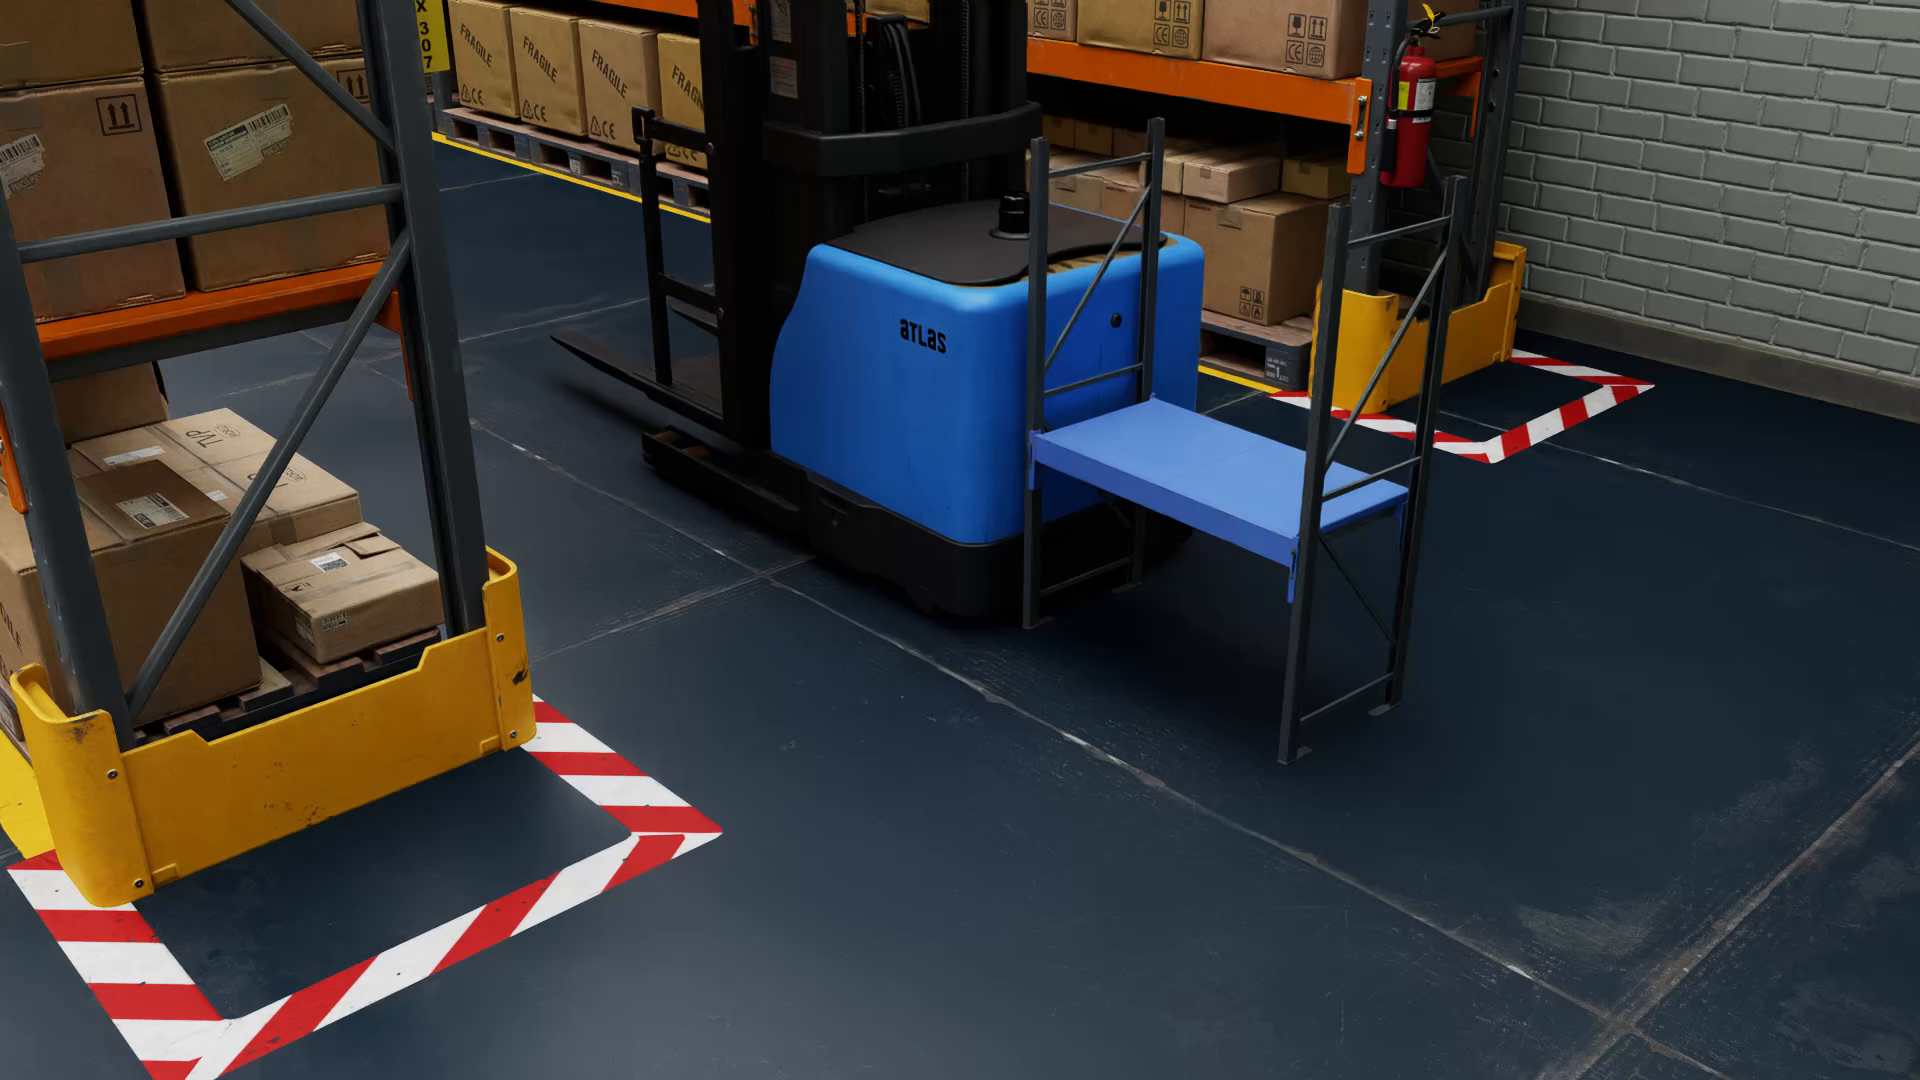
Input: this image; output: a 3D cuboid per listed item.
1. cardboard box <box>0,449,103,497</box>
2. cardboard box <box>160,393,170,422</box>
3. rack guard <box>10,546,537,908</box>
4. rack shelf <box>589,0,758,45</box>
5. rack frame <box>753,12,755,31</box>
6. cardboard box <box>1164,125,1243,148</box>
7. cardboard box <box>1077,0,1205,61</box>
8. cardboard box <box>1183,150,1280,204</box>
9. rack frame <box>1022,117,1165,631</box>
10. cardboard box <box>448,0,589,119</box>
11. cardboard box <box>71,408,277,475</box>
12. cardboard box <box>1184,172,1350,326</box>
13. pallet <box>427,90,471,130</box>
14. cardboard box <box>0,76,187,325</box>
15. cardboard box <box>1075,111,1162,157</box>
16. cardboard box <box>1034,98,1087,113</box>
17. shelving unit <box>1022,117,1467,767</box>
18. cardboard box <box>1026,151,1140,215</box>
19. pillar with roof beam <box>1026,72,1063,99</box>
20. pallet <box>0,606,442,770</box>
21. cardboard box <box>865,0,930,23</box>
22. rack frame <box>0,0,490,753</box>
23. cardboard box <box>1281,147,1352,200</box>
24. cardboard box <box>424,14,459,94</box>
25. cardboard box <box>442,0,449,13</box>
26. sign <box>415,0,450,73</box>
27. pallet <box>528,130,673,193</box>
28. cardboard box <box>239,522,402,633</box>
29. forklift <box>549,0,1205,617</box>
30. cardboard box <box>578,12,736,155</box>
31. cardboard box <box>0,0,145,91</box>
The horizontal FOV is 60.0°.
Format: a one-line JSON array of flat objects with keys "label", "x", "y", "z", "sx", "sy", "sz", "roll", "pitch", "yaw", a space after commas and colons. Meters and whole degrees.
[{"label": "cardboard box", "x": -2.811, "y": -0.032, "z": 4.989, "sx": 0.500, "sy": 0.250, "sz": 0.500, "roll": -21, "pitch": 32, "yaw": -38}, {"label": "cardboard box", "x": -3.257, "y": -0.561, "z": 6.075, "sx": 0.500, "sy": 0.311, "sz": 0.500, "roll": -21, "pitch": 32, "yaw": -38}, {"label": "rack guard", "x": -1.684, "y": 0.423, "z": 4.222, "sx": 1.175, "sy": 0.500, "sz": 0.348, "roll": -21, "pitch": 32, "yaw": -38}, {"label": "rack shelf", "x": -2.119, "y": -3.589, "z": 10.869, "sx": 1.077, "sy": 0.370, "sz": 4.000, "roll": -21, "pitch": 32, "yaw": -38}, {"label": "rack frame", "x": -0.752, "y": -3.310, "z": 9.392, "sx": 1.000, "sy": 3.000, "sz": 0.127, "roll": -21, "pitch": 32, "yaw": -38}, {"label": "cardboard box", "x": 1.144, "y": -1.879, "z": 7.979, "sx": 0.380, "sy": 0.149, "sz": 0.250, "roll": -21, "pitch": 32, "yaw": -38}, {"label": "cardboard box", "x": 1.120, "y": -2.604, "z": 7.482, "sx": 0.980, "sy": 0.700, "sz": 0.700, "roll": -22, "pitch": 32, "yaw": -39}, {"label": "cardboard box", "x": 1.209, "y": -1.618, "z": 7.407, "sx": 0.380, "sy": 0.149, "sz": 0.250, "roll": -22, "pitch": 32, "yaw": -39}, {"label": "rack frame", "x": 0.393, "y": -0.472, "z": 4.979, "sx": 0.500, "sy": 1.500, "sz": 0.032, "roll": -19, "pitch": 31, "yaw": -36}, {"label": "cardboard box", "x": -3.079, "y": -3.475, "z": 11.837, "sx": 0.750, "sy": 0.750, "sz": 0.750, "roll": -22, "pitch": 32, "yaw": -39}, {"label": "cardboard box", "x": -2.480, "y": -0.189, "z": 5.333, "sx": 0.500, "sy": 0.250, "sz": 0.500, "roll": -21, "pitch": 32, "yaw": -38}, {"label": "cardboard box", "x": 1.430, "y": -1.336, "z": 7.569, "sx": 0.700, "sy": 0.500, "sz": 0.500, "roll": -21, "pitch": 32, "yaw": -38}, {"label": "pallet", "x": -4.019, "y": -3.490, "z": 13.147, "sx": 1.003, "sy": 0.211, "sz": 1.213, "roll": -21, "pitch": 32, "yaw": -38}, {"label": "cardboard box", "x": -2.137, "y": -0.796, "z": 3.760, "sx": 0.500, "sy": 0.500, "sz": 0.500, "roll": -20, "pitch": 31, "yaw": -37}, {"label": "cardboard box", "x": 0.794, "y": -2.033, "z": 8.317, "sx": 0.380, "sy": 0.149, "sz": 0.250, "roll": -21, "pitch": 32, "yaw": -38}, {"label": "cardboard box", "x": 0.444, "y": -2.188, "z": 8.656, "sx": 0.380, "sy": 0.149, "sz": 0.250, "roll": -21, "pitch": 32, "yaw": -38}, {"label": "shelving unit", "x": 0.721, "y": -0.311, "z": 4.625, "sx": 0.538, "sy": 1.500, "sz": 1.048, "roll": -19, "pitch": 31, "yaw": -36}, {"label": "cardboard box", "x": 0.744, "y": -1.639, "z": 8.235, "sx": 0.500, "sy": 0.500, "sz": 0.700, "roll": 23, "pitch": 33, "yaw": 40}, {"label": "pillar with roof beam", "x": -2.785, "y": -4.851, "z": 5.542, "sx": 9.100, "sy": 9.000, "sz": 0.400, "roll": -21, "pitch": 32, "yaw": -38}, {"label": "pallet", "x": -2.229, "y": 0.313, "z": 4.810, "sx": 1.003, "sy": 0.211, "sz": 1.213, "roll": -21, "pitch": 32, "yaw": -38}, {"label": "cardboard box", "x": 0.101, "y": -3.055, "z": 8.471, "sx": 0.980, "sy": 0.700, "sz": 0.700, "roll": -22, "pitch": 33, "yaw": -40}, {"label": "rack frame", "x": -1.632, "y": -0.692, "z": 3.652, "sx": 1.000, "sy": 3.000, "sz": 0.127, "roll": -21, "pitch": 32, "yaw": -38}, {"label": "cardboard box", "x": 1.662, "y": -1.650, "z": 7.476, "sx": 0.380, "sy": 0.149, "sz": 0.250, "roll": -21, "pitch": 32, "yaw": -38}, {"label": "cardboard box", "x": -4.016, "y": -3.788, "z": 12.921, "sx": 0.700, "sy": 0.500, "sz": 0.500, "roll": -21, "pitch": 32, "yaw": -38}, {"label": "cardboard box", "x": -4.360, "y": -4.320, "z": 13.183, "sx": 0.500, "sy": 0.250, "sz": 0.500, "roll": -20, "pitch": 32, "yaw": -38}, {"label": "sign", "x": -1.236, "y": -1.240, "z": 3.810, "sx": 0.100, "sy": 0.325, "sz": 0.005, "roll": -21, "pitch": 32, "yaw": -38}, {"label": "pallet", "x": -2.173, "y": -2.623, "z": 11.246, "sx": 1.003, "sy": 0.211, "sz": 1.213, "roll": -21, "pitch": 32, "yaw": -38}, {"label": "cardboard box", "x": -1.838, "y": 0.097, "z": 4.807, "sx": 0.380, "sy": 0.166, "sz": 0.250, "roll": -21, "pitch": 32, "yaw": -38}, {"label": "forklift", "x": -0.544, "y": -1.634, "z": 5.801, "sx": 1.130, "sy": 2.935, "sz": 3.031, "roll": -19, "pitch": 31, "yaw": -36}, {"label": "cardboard box", "x": -1.901, "y": -2.952, "z": 10.690, "sx": 0.750, "sy": 0.750, "sz": 0.750, "roll": -20, "pitch": 31, "yaw": -37}, {"label": "cardboard box", "x": -2.137, "y": -1.249, "z": 3.549, "sx": 0.500, "sy": 0.500, "sz": 0.500, "roll": -22, "pitch": 32, "yaw": -39}]
